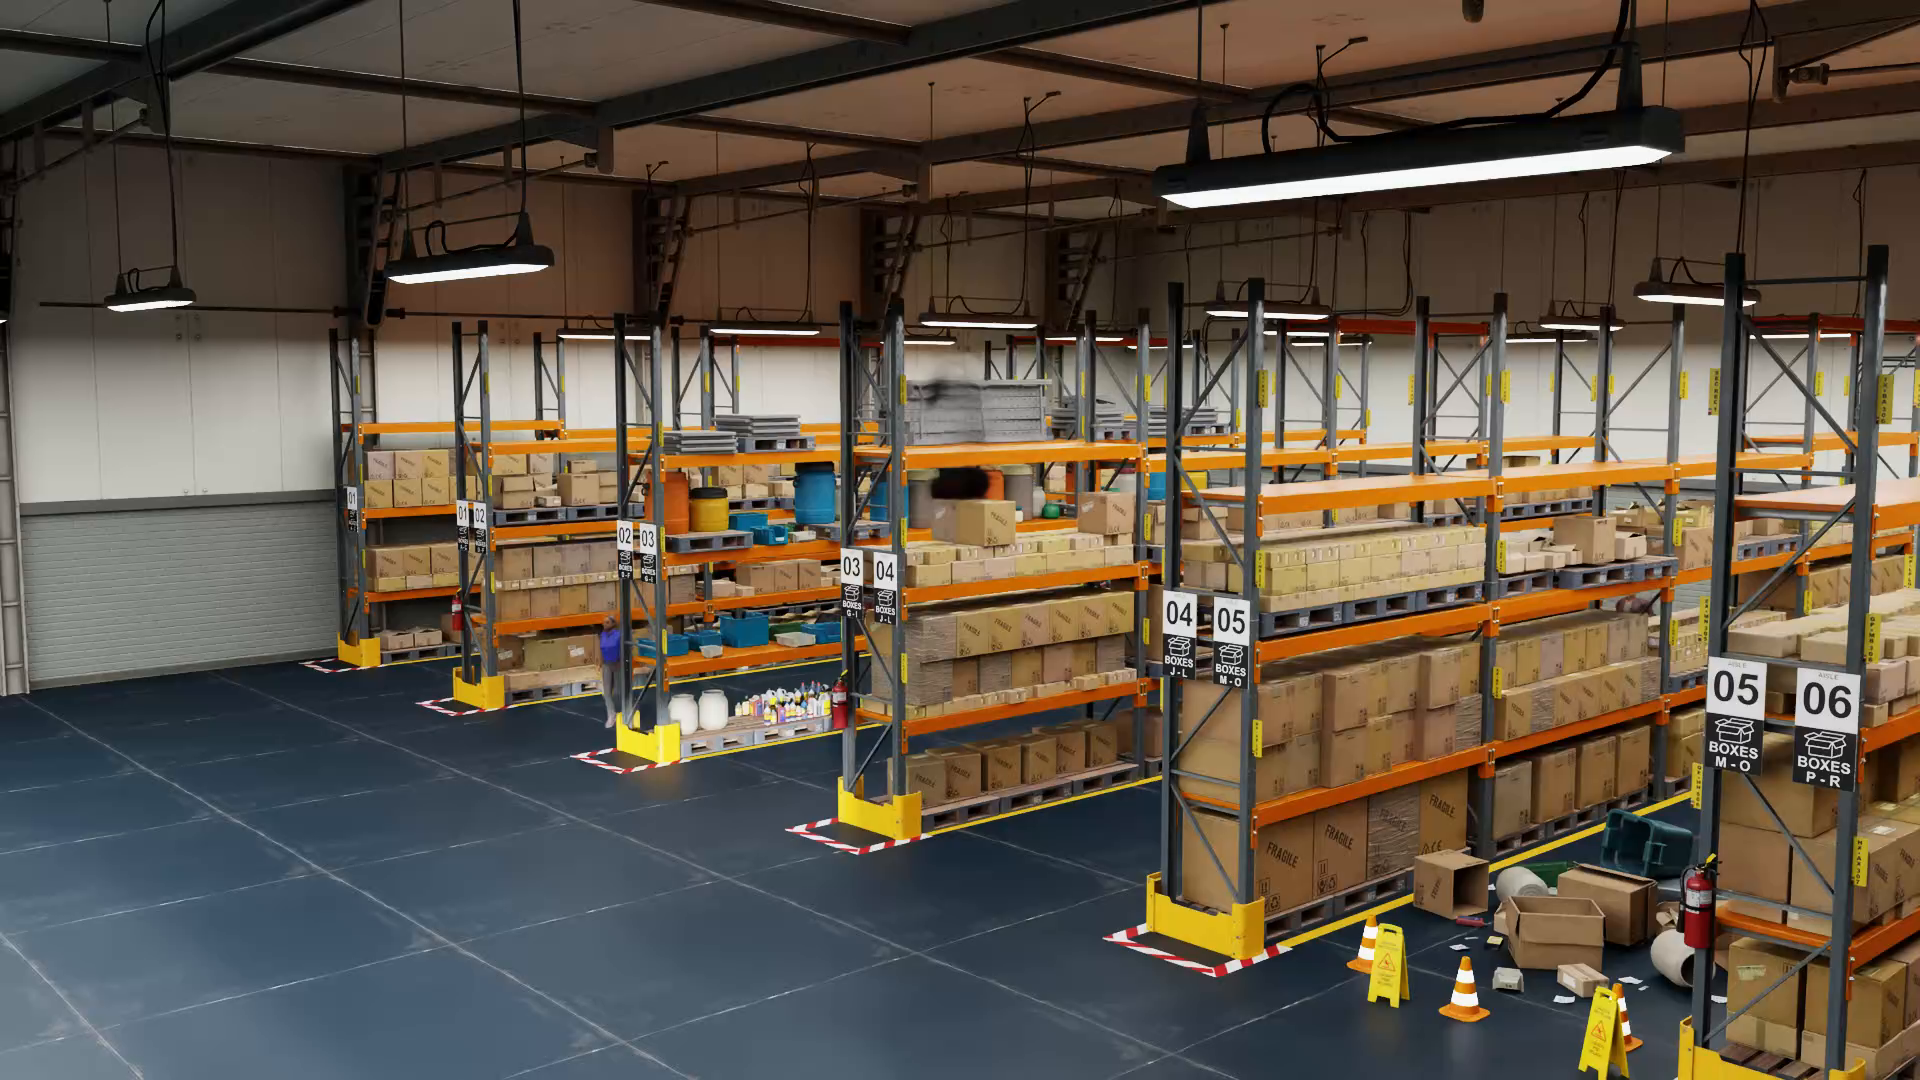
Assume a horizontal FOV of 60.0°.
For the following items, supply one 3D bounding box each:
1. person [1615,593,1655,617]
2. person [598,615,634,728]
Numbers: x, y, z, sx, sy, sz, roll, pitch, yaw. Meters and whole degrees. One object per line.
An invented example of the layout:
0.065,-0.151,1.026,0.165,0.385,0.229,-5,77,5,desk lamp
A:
11.038,1.596,27.314,0.728,1.777,0.920,5,8,42,person
-5.097,1.929,24.737,0.576,1.654,0.730,2,6,18,person
